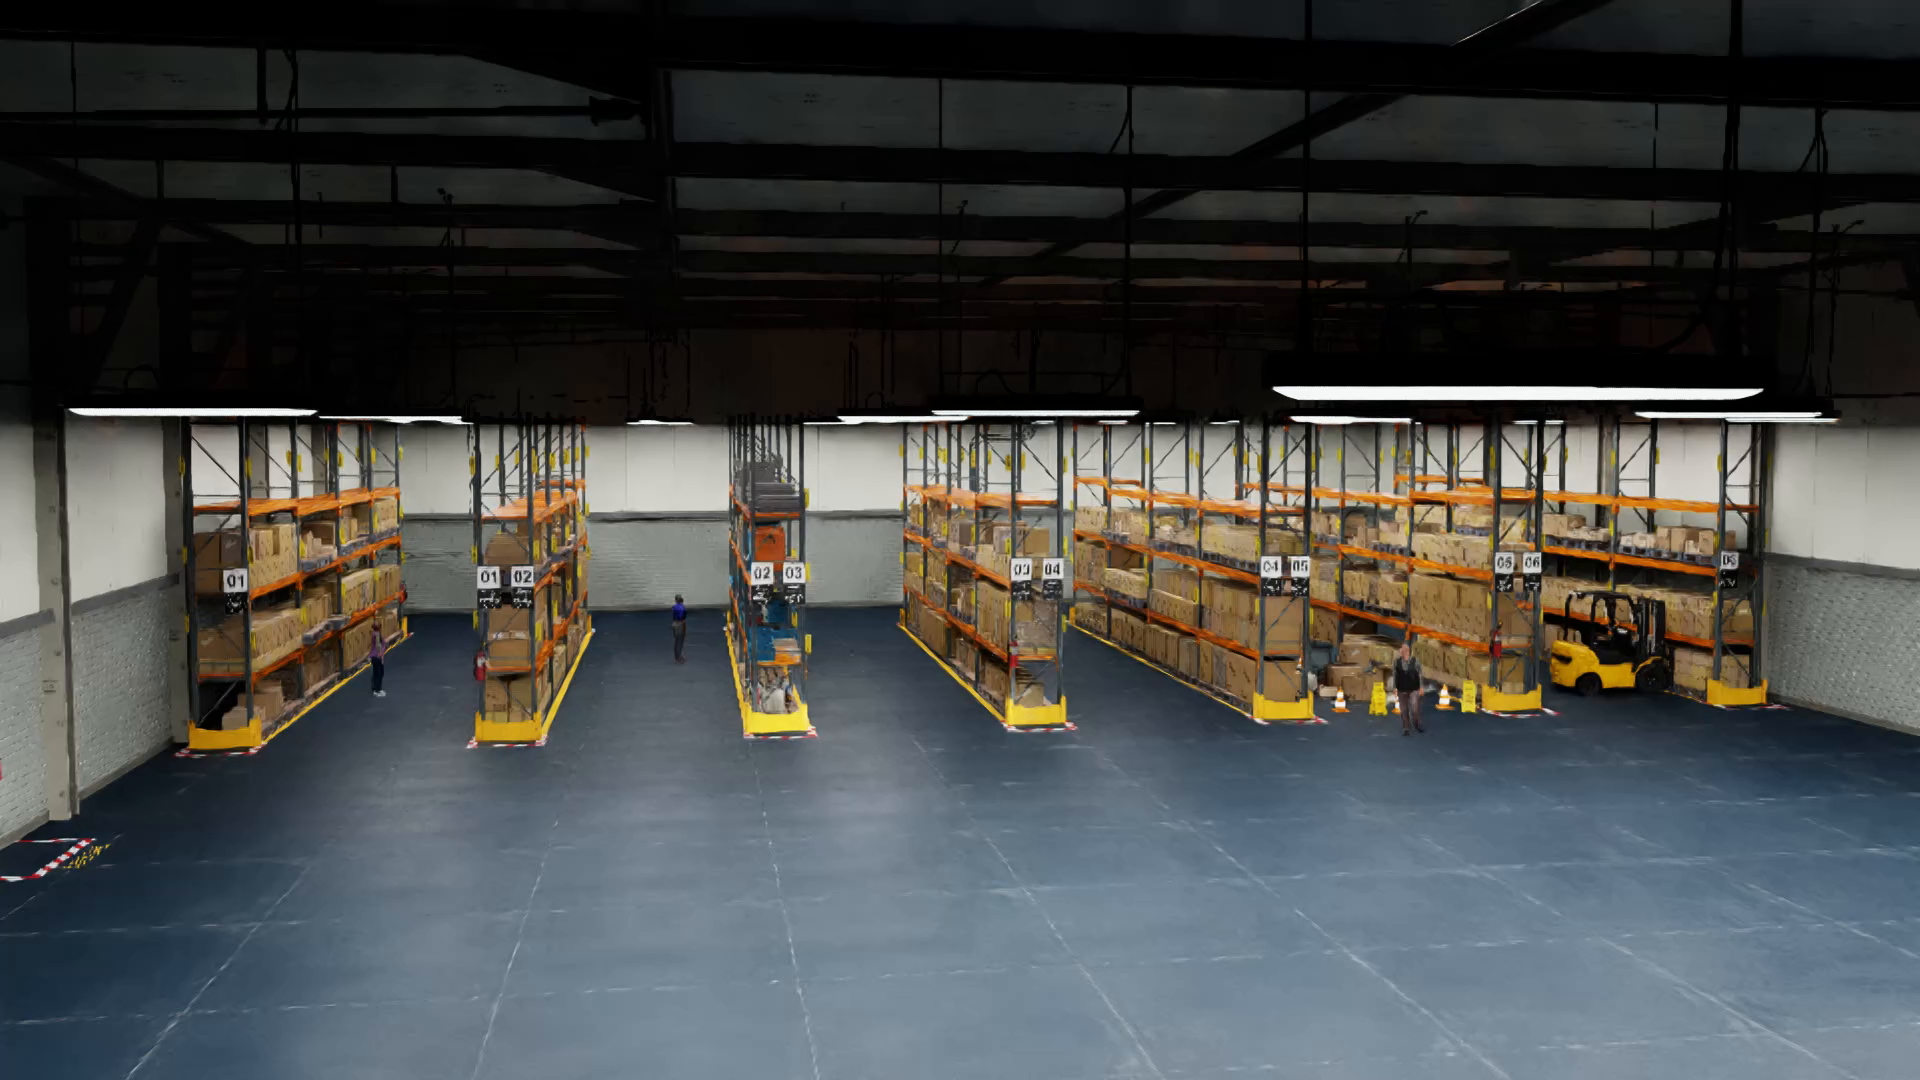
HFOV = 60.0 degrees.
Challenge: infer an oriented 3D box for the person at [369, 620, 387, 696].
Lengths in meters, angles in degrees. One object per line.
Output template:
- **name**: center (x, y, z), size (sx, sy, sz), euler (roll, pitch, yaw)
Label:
- **person**: center (-12.428, 2.533, 35.520), size (0.349, 1.624, 0.476), euler (-3, 5, -37)

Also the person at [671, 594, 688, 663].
- **person**: center (-6.803, 2.138, 40.458), size (0.422, 1.652, 0.502), euler (-3, 5, -39)

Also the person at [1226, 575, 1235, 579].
- **person**: center (7.372, 1.760, 45.168), size (0.485, 1.767, 0.627), euler (-3, 5, -36)

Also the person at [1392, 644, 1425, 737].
- **person**: center (8.303, 2.775, 30.777), size (0.580, 1.709, 0.508), euler (2, 4, 28)

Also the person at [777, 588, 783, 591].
- **person**: center (-5.713, 1.445, 50.892), size (0.470, 1.658, 0.666), euler (3, 5, 35)
